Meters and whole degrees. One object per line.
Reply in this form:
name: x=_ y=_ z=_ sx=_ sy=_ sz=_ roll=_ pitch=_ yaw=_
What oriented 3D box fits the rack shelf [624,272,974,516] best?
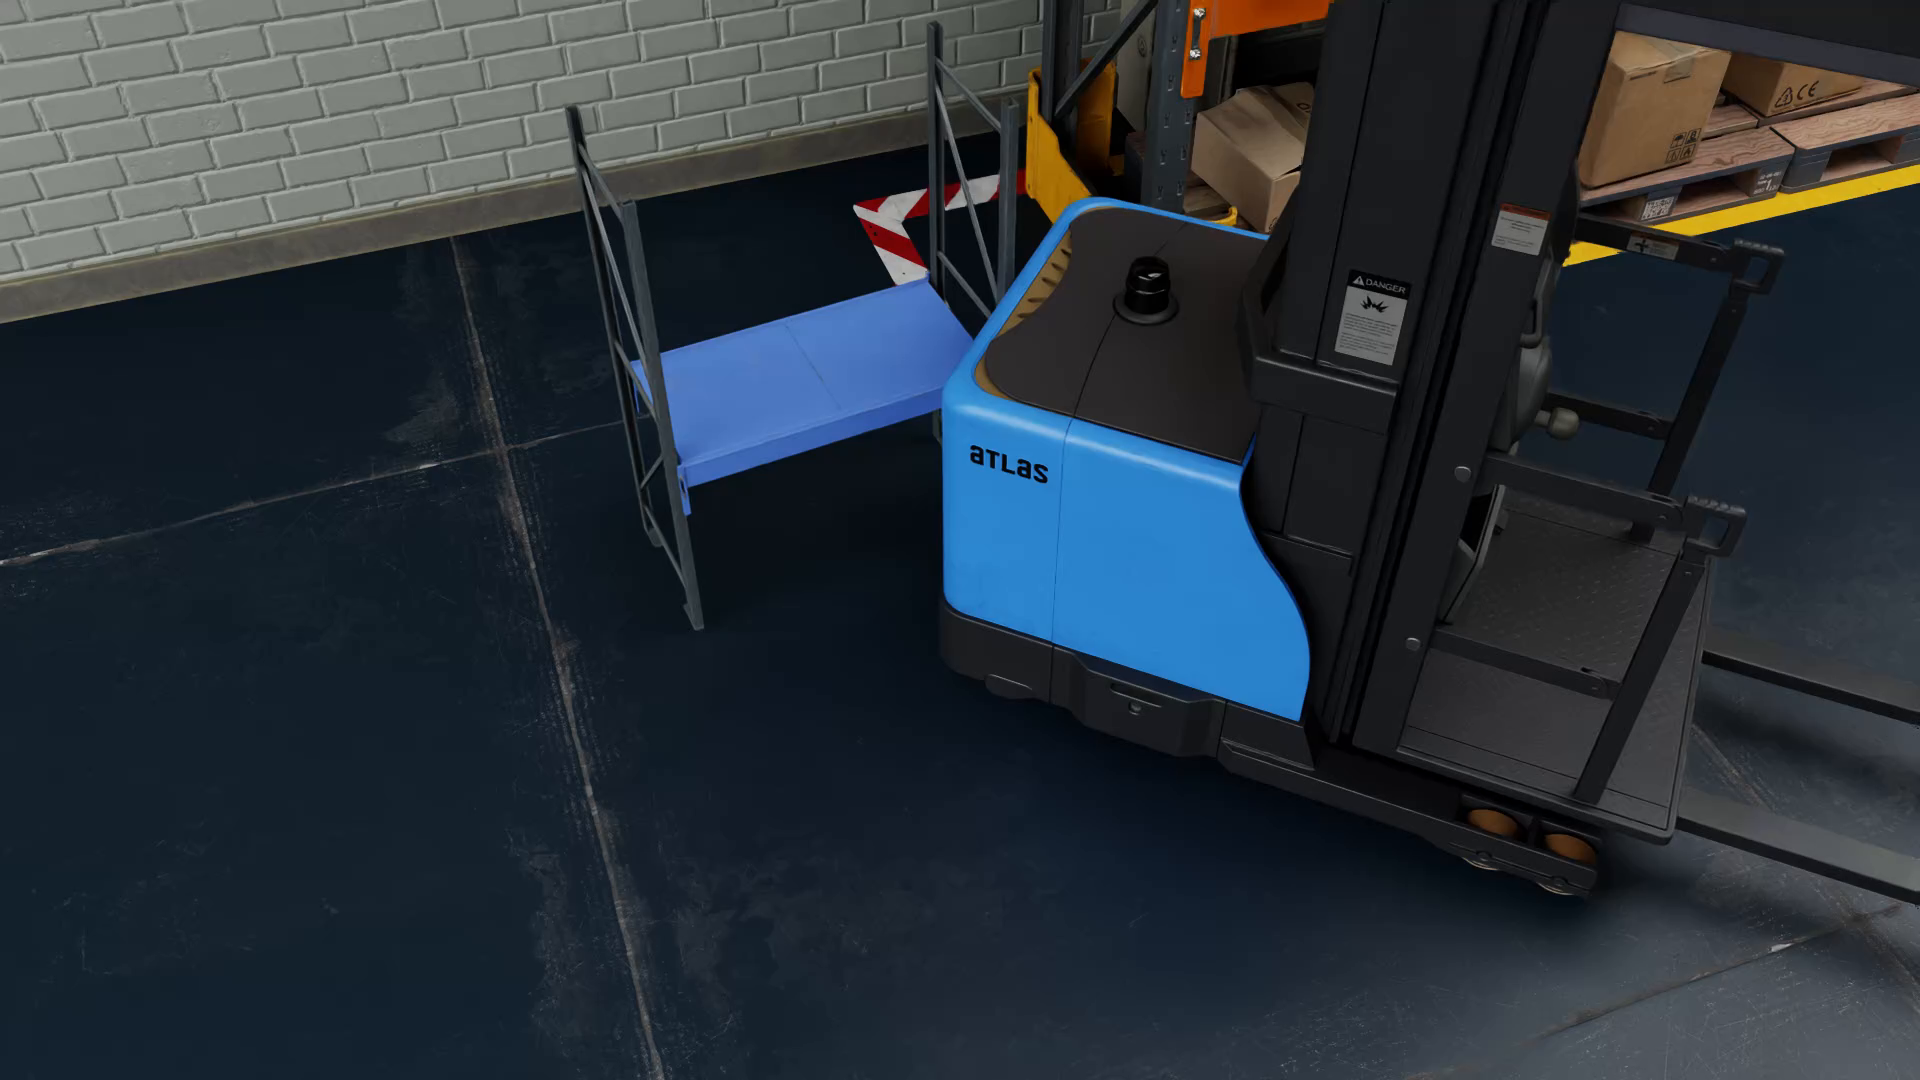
rack shelf: x=-0.429 y=-0.449 z=4.893 sx=1.000 sy=0.185 sz=0.538 roll=-19 pitch=48 yaw=-18

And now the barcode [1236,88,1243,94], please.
barcode: x=1.094 y=-1.716 z=6.424 sx=0.075 sy=0.075 sz=0.001 roll=-14 pitch=47 yaw=-14

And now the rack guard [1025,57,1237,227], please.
rack guard: x=0.602 y=-1.265 z=6.158 sx=0.348 sy=0.500 sz=1.175 roll=-14 pitch=47 yaw=-14

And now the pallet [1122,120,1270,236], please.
pallet: x=1.379 y=-1.335 z=6.432 sx=1.213 sy=0.211 sz=1.003 roll=-14 pitch=47 yaw=-14

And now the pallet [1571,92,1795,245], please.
pallet: x=2.524 y=-1.626 z=6.722 sx=1.213 sy=0.211 sz=1.003 roll=-14 pitch=47 yaw=-14

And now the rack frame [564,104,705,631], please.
rack frame: x=-0.887 y=-0.420 z=4.610 sx=0.032 sy=1.500 sz=0.500 roll=-19 pitch=48 yaw=-18

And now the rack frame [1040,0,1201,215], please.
rack frame: x=0.531 y=-2.130 z=5.255 sx=0.127 sy=3.000 sz=1.000 roll=-14 pitch=47 yaw=-14

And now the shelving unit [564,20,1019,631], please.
shelving unit: x=-0.429 y=-0.576 z=4.765 sx=1.048 sy=1.500 sz=0.538 roll=-19 pitch=48 yaw=-18

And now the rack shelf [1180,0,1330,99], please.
rack shelf: x=2.412 y=-2.357 z=5.989 sx=4.000 sy=0.370 sz=1.077 roll=-14 pitch=47 yaw=-14

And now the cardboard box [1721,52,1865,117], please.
cardboard box: x=3.331 y=-2.088 z=6.668 sx=0.500 sy=0.500 sz=0.500 roll=-18 pitch=48 yaw=-17

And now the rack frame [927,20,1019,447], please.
rack frame: x=0.030 y=-0.732 z=4.921 sx=0.032 sy=1.500 sz=0.500 roll=-19 pitch=48 yaw=-18

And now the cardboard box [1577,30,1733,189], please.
cardboard box: x=2.456 y=-1.789 z=6.370 sx=0.500 sy=0.500 sz=0.700 roll=-17 pitch=48 yaw=-16

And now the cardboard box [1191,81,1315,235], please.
cardboard box: x=1.212 y=-1.442 z=6.157 sx=0.500 sy=0.311 sz=0.500 roll=-19 pitch=48 yaw=-18

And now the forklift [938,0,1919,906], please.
forklift: x=1.504 y=-0.544 z=3.723 sx=3.031 sy=2.935 sz=1.130 roll=17 pitch=48 yaw=16

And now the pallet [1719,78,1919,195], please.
pallet: x=3.674 y=-1.922 z=7.017 sx=1.213 sy=0.211 sz=1.003 roll=-14 pitch=47 yaw=-14

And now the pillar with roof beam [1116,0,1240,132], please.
pillar with roof beam: x=2.357 y=-2.124 z=1.014 sx=0.400 sy=9.000 sz=9.100 roll=-14 pitch=47 yaw=-14
